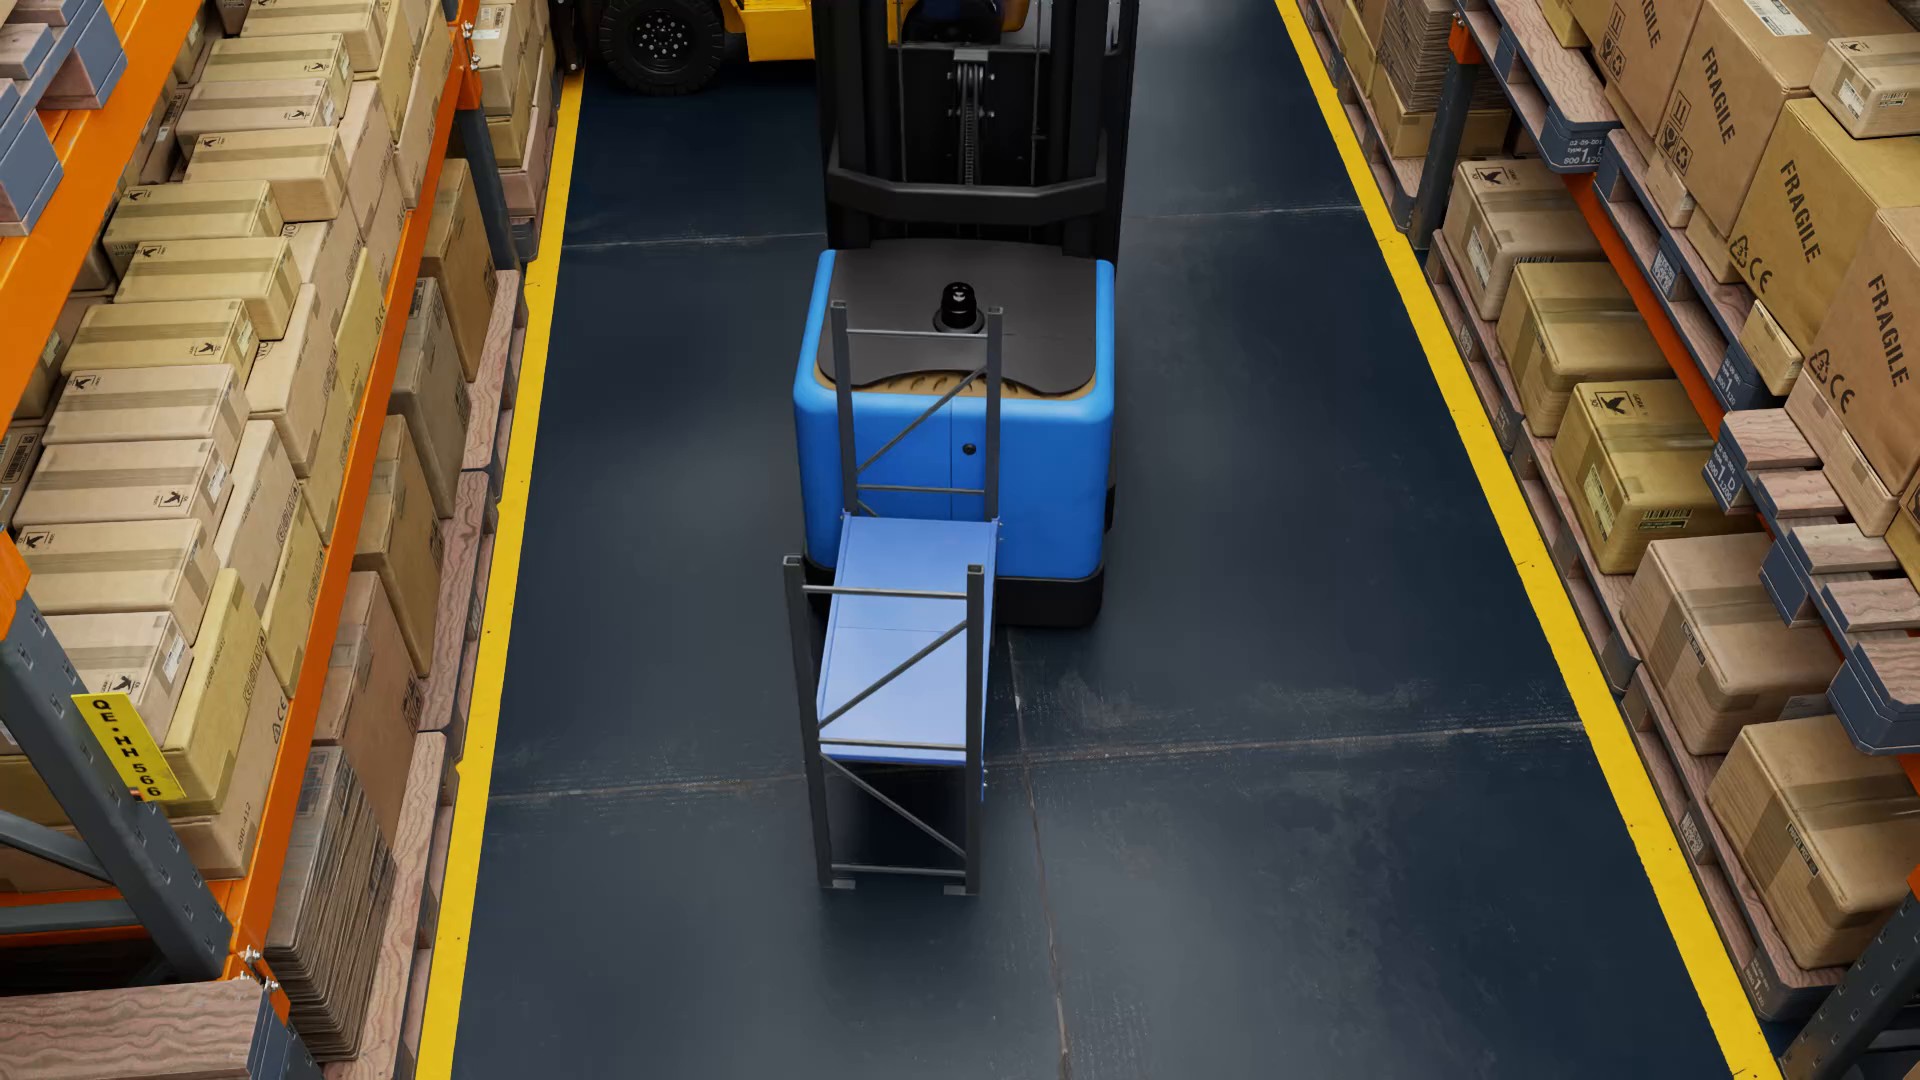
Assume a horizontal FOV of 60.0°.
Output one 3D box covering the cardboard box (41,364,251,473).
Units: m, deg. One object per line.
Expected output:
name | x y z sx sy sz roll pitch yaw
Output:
cardboard box | -1.915 -0.275 3.928 0.380 0.149 0.250 -3 47 -3

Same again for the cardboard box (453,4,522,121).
cardboard box | -2.139 -2.009 7.002 0.500 0.250 0.500 -4 47 -4

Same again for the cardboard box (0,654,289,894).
cardboard box | -1.870 0.513 3.802 0.500 0.250 0.500 -3 47 -3

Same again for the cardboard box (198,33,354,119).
cardboard box | -2.040 -1.379 4.975 0.380 0.149 0.250 -4 47 -4

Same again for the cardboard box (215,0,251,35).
cardboard box | -2.154 -1.755 5.330 0.380 0.149 0.250 -4 47 -3

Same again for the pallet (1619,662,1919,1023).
pallet | 2.806 0.886 5.265 1.003 0.211 1.213 -3 47 -3

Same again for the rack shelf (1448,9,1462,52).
rack shelf | 2.367 -3.601 8.090 1.077 0.370 4.000 -3 47 -3

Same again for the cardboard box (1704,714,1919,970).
cardboard box | 2.832 0.843 4.907 0.950 0.372 0.625 -6 47 -6

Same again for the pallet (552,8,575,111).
pallet | -2.541 -2.601 8.568 1.003 0.211 1.213 -3 47 -3

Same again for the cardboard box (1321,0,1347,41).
cardboard box | 2.125 -2.764 8.407 0.500 0.250 0.500 -3 47 -3

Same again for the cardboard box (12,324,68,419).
cardboard box | -2.434 -0.424 4.070 0.380 0.149 0.250 -4 47 -4

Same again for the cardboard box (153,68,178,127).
cardboard box | -2.568 -1.344 4.941 0.380 0.149 0.250 -4 47 -3

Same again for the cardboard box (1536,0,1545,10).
cardboard box | 2.266 -2.040 6.000 0.380 0.149 0.250 -3 47 -3

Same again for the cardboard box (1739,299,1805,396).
cardboard box | 2.397 -0.538 4.578 0.380 0.149 0.250 -3 47 -3

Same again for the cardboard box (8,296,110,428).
cardboard box | -2.475 -0.364 4.288 0.500 0.250 0.500 -4 47 -4

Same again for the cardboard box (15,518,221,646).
cardboard box | -1.833 0.098 3.575 0.380 0.149 0.250 -3 47 -2

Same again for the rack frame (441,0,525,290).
rack frame | -2.411 -2.097 6.170 1.000 3.000 0.127 -3 47 -3

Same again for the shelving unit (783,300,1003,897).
shelving unit | -0.158 0.208 5.020 0.538 1.500 1.048 3 47 2

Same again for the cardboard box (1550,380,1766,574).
cardboard box | 2.705 -0.240 5.932 0.950 0.372 0.625 -2 47 -2

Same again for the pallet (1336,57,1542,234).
pallet | 2.443 -1.926 7.929 1.003 0.211 1.213 -3 47 -3

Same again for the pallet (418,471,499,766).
pallet | -2.206 0.277 5.842 1.003 0.211 1.213 -3 47 -3

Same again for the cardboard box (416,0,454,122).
cardboard box | -2.108 -1.697 5.894 0.500 0.250 0.500 -3 47 -2

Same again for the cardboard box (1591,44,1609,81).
cardboard box | 2.378 -1.659 5.639 0.380 0.149 0.250 -1 47 -1

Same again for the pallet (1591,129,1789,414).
pallet | 2.663 -0.871 5.141 1.003 0.211 1.213 -3 47 -3

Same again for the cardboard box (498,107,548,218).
cardboard box | -2.122 -1.666 7.366 0.500 0.250 0.500 -3 47 -3

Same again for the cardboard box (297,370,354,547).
cardboard box | -1.957 -0.224 4.499 0.500 0.250 0.500 -5 47 -5

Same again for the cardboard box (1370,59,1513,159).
cardboard box | 2.217 -2.012 7.694 0.500 0.250 0.500 -2 47 -1

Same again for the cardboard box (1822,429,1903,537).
cardboard box | 2.447 -0.157 4.217 0.380 0.149 0.250 -4 47 -4

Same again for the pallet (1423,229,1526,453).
pallet | 2.601 -0.879 6.937 1.003 0.211 1.213 -3 47 -3

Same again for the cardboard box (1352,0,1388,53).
cardboard box | 2.173 -2.638 7.770 0.500 0.500 0.500 -3 47 -3

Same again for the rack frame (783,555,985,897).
rack frame | -0.190 0.577 4.671 0.500 1.500 0.032 3 47 2

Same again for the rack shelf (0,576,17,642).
rack shelf | -1.909 1.460 1.231 1.077 0.370 4.000 -3 47 -3

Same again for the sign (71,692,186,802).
sign | -1.536 0.386 3.075 0.100 0.325 0.005 -3 47 -3

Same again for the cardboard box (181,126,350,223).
cardboard box | -1.926 -1.011 4.626 0.380 0.149 0.250 -5 47 -4

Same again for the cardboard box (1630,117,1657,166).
cardboard box | 2.377 -1.291 5.290 0.380 0.149 0.250 -3 47 -3

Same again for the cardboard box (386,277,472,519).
cardboard box | -2.299 -0.486 5.991 0.875 0.625 0.625 -4 47 -4

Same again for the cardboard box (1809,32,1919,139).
cardboard box | 2.451 -1.178 4.290 0.380 0.149 0.250 -6 47 -5

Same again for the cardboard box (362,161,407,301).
cardboard box | -2.050 -0.972 5.208 0.500 0.250 0.500 -3 47 -3

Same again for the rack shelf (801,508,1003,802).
rack shelf | -0.158 0.332 5.150 0.538 0.185 1.000 3 47 2

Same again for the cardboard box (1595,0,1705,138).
cardboard box | 2.358 -1.605 5.141 0.500 0.500 0.500 -4 47 -4

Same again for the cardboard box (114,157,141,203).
cardboard box | -2.514 -0.981 4.598 0.380 0.149 0.250 -3 47 -3

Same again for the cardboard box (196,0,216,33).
cardboard box | -2.605 -1.709 5.287 0.380 0.149 0.250 -4 47 -3

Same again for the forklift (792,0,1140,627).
forklift | 0.065 -1.768 5.905 1.130 2.935 3.031 3 47 2

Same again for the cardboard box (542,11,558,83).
cardboard box | -2.238 -2.403 8.065 0.500 0.250 0.500 -3 47 -3

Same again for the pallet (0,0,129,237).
pallet | -2.222 -0.655 2.868 1.213 0.211 1.003 -2 47 -1

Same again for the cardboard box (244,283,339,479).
cardboard box | -1.937 -0.401 4.323 0.500 0.250 0.500 -5 47 -4

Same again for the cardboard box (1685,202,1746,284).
cardboard box | 2.399 -0.904 4.924 0.380 0.149 0.250 -5 47 -5

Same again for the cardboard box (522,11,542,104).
cardboard box | -2.188 -2.201 7.529 0.500 0.250 0.500 -4 47 -4

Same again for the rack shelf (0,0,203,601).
rack shelf | -2.244 -1.434 3.972 1.077 0.370 4.000 -3 47 -3

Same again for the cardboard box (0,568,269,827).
cardboard box | -1.845 0.339 3.622 0.500 0.250 0.500 -4 47 -3

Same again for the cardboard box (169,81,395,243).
cardboard box | -2.028 -1.136 5.018 0.500 0.250 0.500 -3 47 -3

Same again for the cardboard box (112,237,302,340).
cardboard box | -1.928 -0.642 4.276 0.380 0.149 0.250 -3 47 -2

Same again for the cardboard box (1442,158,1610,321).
cardboard box | 2.581 -1.263 6.901 0.950 0.372 0.625 -3 47 -3

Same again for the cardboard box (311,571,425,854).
cardboard box | -2.178 0.545 5.014 0.875 0.625 0.625 -2 47 -2

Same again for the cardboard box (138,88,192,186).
cardboard box | -2.561 -1.098 4.983 0.500 0.250 0.500 -5 47 -4

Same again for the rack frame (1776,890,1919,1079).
rack frame | 2.869 0.493 3.717 1.000 3.000 0.127 -3 47 -3

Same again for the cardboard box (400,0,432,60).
cardboard box | -2.115 -1.878 5.721 0.500 0.250 0.500 -4 47 -4

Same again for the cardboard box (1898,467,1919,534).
cardboard box | 2.554 -0.100 3.716 0.500 0.500 0.500 -5 47 -4

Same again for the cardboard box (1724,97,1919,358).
cardboard box | 2.457 -0.839 4.415 0.500 0.500 0.500 -6 47 -6
